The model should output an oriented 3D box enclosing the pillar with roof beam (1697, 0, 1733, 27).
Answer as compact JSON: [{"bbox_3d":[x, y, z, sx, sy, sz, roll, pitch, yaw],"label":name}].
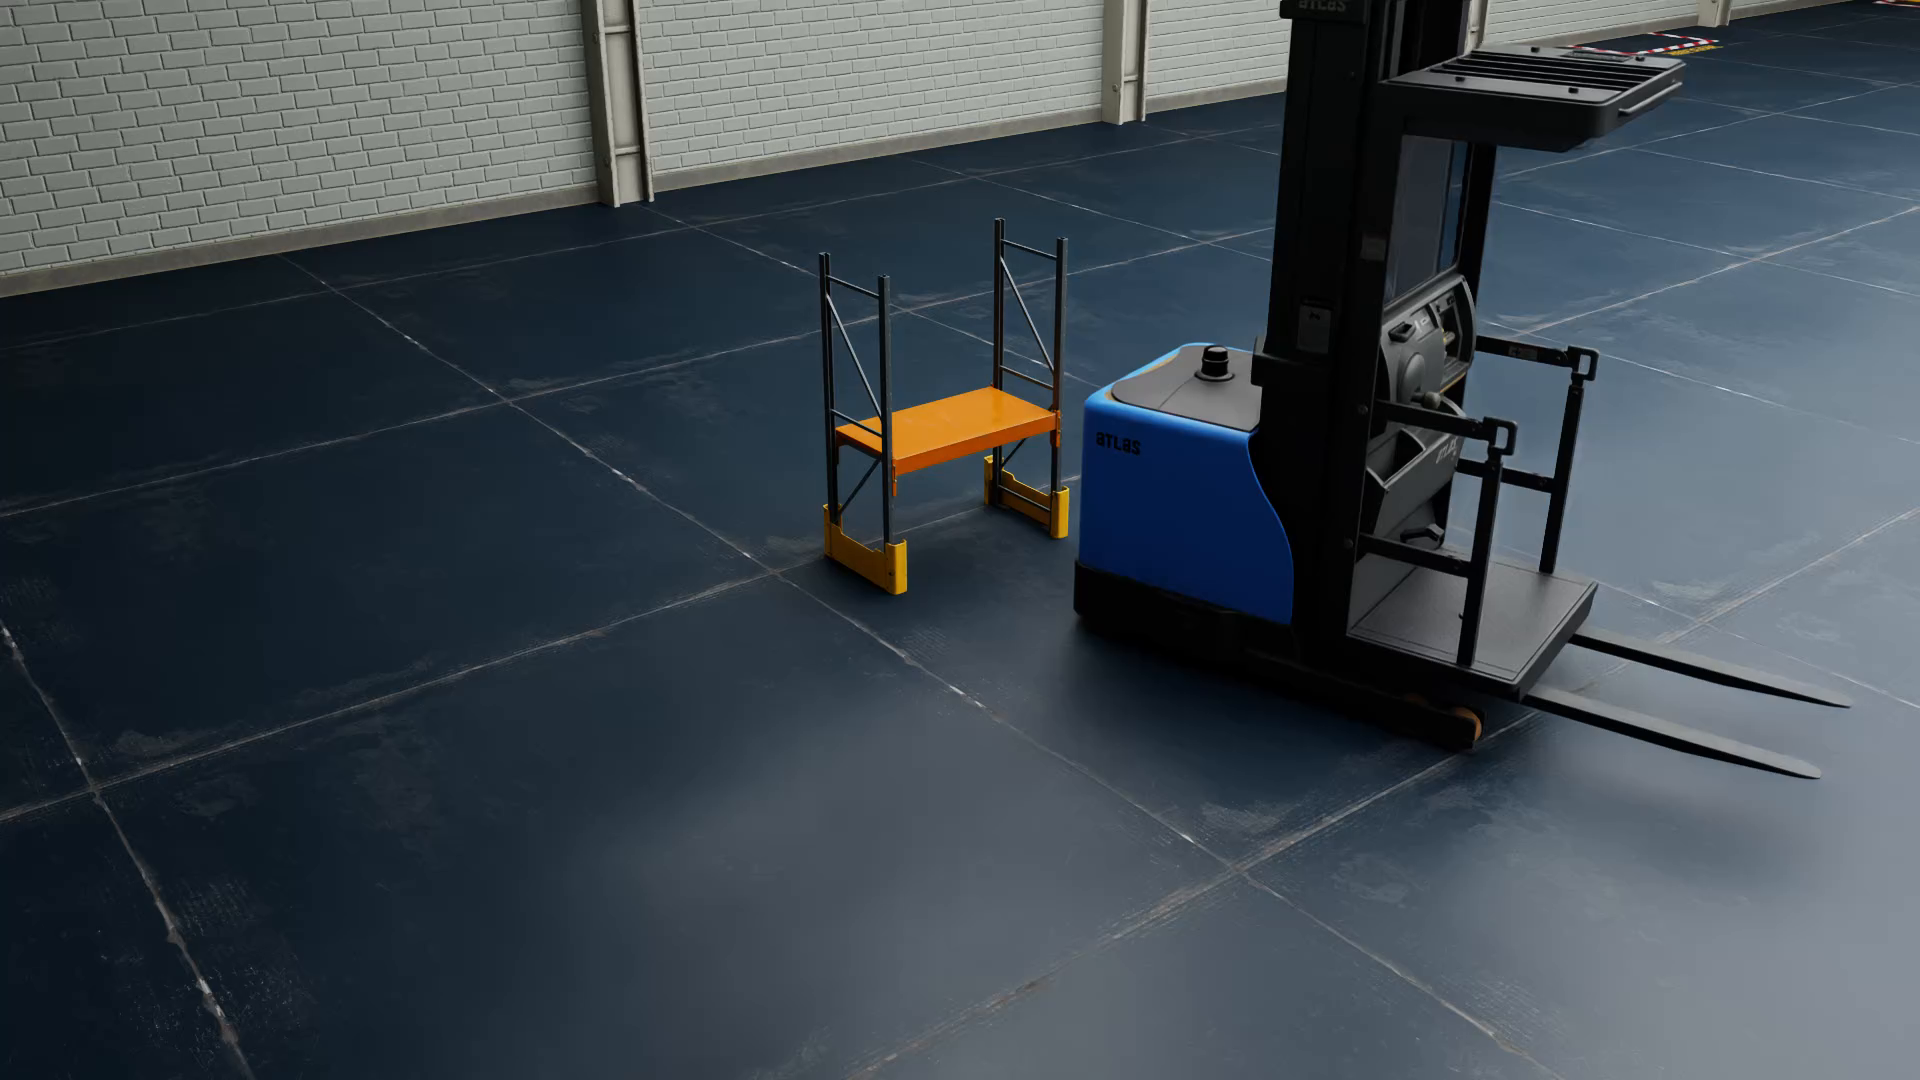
[{"bbox_3d":[13.867,-10.335,19.829,0.400,9.000,9.100,-18,31,-34],"label":"pillar with roof beam"}]

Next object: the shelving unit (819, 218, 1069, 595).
[{"bbox_3d":[-0.060,-0.661,7.892,1.083,1.500,0.587,-18,31,-34],"label":"shelving unit"}]

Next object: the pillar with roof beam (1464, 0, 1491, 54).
[{"bbox_3d":[9.145,-8.776,16.471,0.400,9.000,9.100,-18,31,-34],"label":"pillar with roof beam"}]

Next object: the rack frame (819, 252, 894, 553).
[{"bbox_3d":[-0.467,-0.526,7.602,0.032,1.500,0.500,-18,31,-34],"label":"rack frame"}]

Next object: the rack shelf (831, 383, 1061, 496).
[{"bbox_3d":[-0.067,-0.495,7.962,1.000,0.185,0.538,-18,31,-34],"label":"rack shelf"}]

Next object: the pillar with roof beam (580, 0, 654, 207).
[{"bbox_3d":[-0.298,-5.659,9.754,0.400,9.000,9.100,-18,31,-34],"label":"pillar with roof beam"}]

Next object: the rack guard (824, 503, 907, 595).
[{"bbox_3d":[-0.452,0.036,7.876,0.087,0.250,0.587,-18,31,-34],"label":"rack guard"}]

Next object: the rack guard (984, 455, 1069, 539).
[{"bbox_3d":[0.332,-0.223,8.433,0.087,0.250,0.587,-18,31,-34],"label":"rack guard"}]

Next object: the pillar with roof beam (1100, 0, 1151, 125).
[{"bbox_3d":[4.424,-7.218,13.113,0.400,9.000,9.100,-18,31,-34],"label":"pillar with roof beam"}]

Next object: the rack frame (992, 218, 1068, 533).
[{"bbox_3d":[0.333,-0.790,8.171,0.032,1.500,0.500,-18,31,-34],"label":"rack frame"}]

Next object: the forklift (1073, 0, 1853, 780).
[{"bbox_3d":[2.004,-0.763,6.412,3.031,2.935,1.130,17,30,32],"label":"forklift"}]
